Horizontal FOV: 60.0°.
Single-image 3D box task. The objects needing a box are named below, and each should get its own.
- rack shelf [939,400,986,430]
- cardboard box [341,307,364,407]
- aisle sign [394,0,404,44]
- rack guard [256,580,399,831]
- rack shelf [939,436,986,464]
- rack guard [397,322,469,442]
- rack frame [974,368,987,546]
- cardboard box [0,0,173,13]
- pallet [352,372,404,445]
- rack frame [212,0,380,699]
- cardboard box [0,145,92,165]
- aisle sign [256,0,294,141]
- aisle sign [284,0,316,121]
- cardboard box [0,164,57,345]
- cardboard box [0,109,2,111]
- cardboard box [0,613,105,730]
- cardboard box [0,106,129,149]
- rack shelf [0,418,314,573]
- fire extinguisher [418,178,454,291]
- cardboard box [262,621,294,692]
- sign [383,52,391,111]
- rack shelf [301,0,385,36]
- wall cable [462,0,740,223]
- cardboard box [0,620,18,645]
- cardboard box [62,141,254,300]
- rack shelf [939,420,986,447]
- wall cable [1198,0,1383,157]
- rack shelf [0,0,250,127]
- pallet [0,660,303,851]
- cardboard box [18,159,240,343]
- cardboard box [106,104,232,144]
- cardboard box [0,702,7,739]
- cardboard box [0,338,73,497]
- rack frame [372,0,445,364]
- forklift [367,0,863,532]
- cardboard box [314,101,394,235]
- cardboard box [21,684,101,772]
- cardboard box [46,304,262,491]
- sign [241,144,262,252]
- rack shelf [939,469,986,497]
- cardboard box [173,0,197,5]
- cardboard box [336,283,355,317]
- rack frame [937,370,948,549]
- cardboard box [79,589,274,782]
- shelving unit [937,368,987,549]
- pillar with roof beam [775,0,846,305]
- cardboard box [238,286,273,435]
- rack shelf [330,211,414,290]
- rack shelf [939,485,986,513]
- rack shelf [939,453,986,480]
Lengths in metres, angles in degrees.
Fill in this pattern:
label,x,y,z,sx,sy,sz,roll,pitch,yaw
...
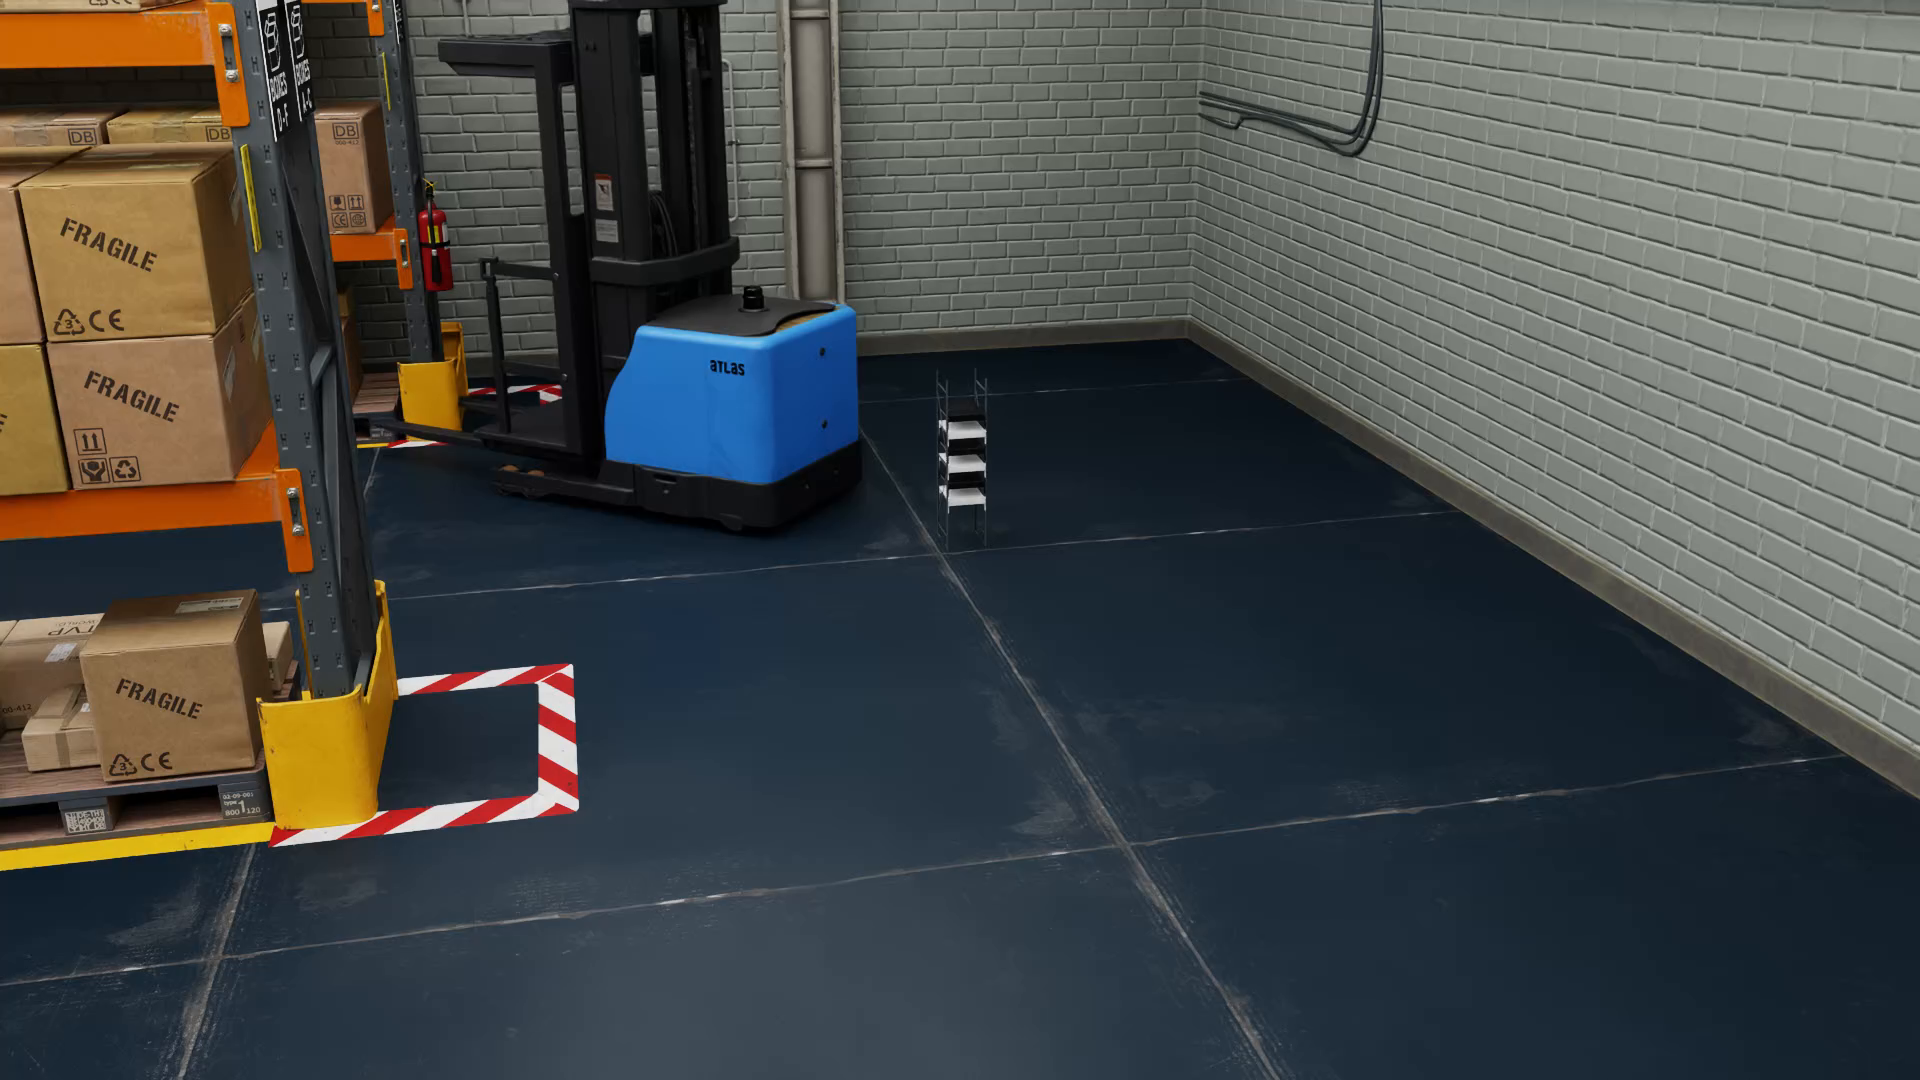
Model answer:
label,x,y,z,sx,sy,sz,roll,pitch,yaw
rack shelf,0.008,-0.645,8.580,0.200,0.077,0.258,-5,21,-12
cardboard box,-4.151,-1.168,10.666,0.500,0.500,0.700,-5,21,-12
aisle sign,-3.354,-3.359,9.845,0.004,0.787,0.394,-5,21,-12
rack guard,-2.423,0.604,6.438,0.348,0.500,1.175,-5,21,-12
rack shelf,0.008,-0.476,8.642,0.200,0.077,0.258,-5,21,-12
rack guard,-3.469,-1.062,10.986,0.348,0.500,1.175,-5,21,-12
rack frame,0.107,-0.431,8.684,0.006,0.900,0.240,-5,21,-12
cardboard box,-2.788,-1.785,5.183,0.500,0.250,0.500,-5,21,-12
pallet,-4.253,-0.834,10.786,1.213,0.211,1.003,-5,21,-12
rack frame,-2.349,-0.575,6.025,0.127,3.000,1.000,-5,21,-12
cardboard box,-3.349,-1.101,5.861,0.500,0.500,0.500,-4,21,-12
aisle sign,-2.212,-1.699,5.312,0.004,0.787,0.394,-5,21,-12
aisle sign,-2.350,-1.900,5.861,0.004,0.787,0.394,-5,21,-12
cardboard box,-3.210,-0.924,5.378,0.500,0.500,0.500,-4,21,-11
cardboard box,-6.142,-2.151,9.890,0.700,0.700,0.980,-5,21,-14
cardboard box,-3.430,0.497,6.456,0.500,0.250,0.500,-5,21,-12
cardboard box,-5.436,-2.212,10.056,0.700,0.700,0.980,-6,21,-15
rack shelf,-4.295,-0.079,5.716,4.000,0.370,1.077,-5,21,-12
fire extinguisher,-3.240,-1.879,10.239,0.183,0.674,0.296,-5,21,-12
cardboard box,-2.836,0.475,6.663,0.250,0.149,0.380,-5,21,-12
sign,-3.381,-2.706,9.812,0.005,0.325,0.100,-5,21,-12
rack shelf,-5.439,-3.146,9.726,4.000,0.370,1.077,-5,21,-12
wall cable,-2.464,-3.128,11.517,1.851,1.984,0.084,-5,21,-12
cardboard box,-3.917,0.536,6.348,0.500,0.250,0.500,-5,21,-12
cardboard box,-2.842,-1.145,5.981,0.500,0.500,0.500,-4,20,-11
rack shelf,0.008,-0.561,8.611,0.200,0.077,0.258,-5,21,-12
wall cable,2.094,-3.920,10.948,0.112,2.526,3.097,-5,21,-12
rack shelf,-4.295,-1.488,5.200,4.000,0.370,1.077,-5,21,-12
pallet,-3.199,0.803,6.315,1.213,0.211,1.003,-5,21,-12
cardboard box,-2.719,-0.965,5.488,0.500,0.500,0.500,-5,21,-13
cardboard box,-4.692,-2.269,10.212,0.700,0.700,0.980,-5,21,-13
cardboard box,-3.753,0.700,5.902,0.500,0.250,0.500,-5,21,-12
cardboard box,-3.226,-0.454,5.547,0.500,0.500,0.500,-4,21,-12
rack frame,-3.493,-2.233,10.550,0.127,3.000,1.000,-5,21,-12
forklift,-2.114,-1.755,9.345,3.031,2.935,1.130,10,22,25
cardboard box,-3.987,-2.330,10.380,0.700,0.700,0.980,-4,20,-10
cardboard box,-3.236,0.676,6.088,0.250,0.166,0.380,-5,21,-12
cardboard box,-2.722,-0.496,5.662,0.500,0.500,0.500,-4,20,-11
sign,-2.241,-1.080,5.260,0.005,0.325,0.100,-5,21,-12
rack shelf,0.008,-0.307,8.704,0.200,0.077,0.258,-5,21,-12
cardboard box,-2.907,-1.958,5.656,0.500,0.250,0.500,-5,21,-12
cardboard box,-4.075,-1.549,10.764,0.250,0.149,0.380,-5,21,-12
rack frame,-0.091,-0.415,8.640,0.006,0.900,0.240,-5,21,-12
cardboard box,-2.822,0.517,6.036,0.500,0.500,0.500,-5,21,-12
shelving unit,0.008,-0.423,8.662,0.210,0.900,0.258,-5,21,-12
pillar with roof beam,-0.073,-4.113,6.959,0.400,9.000,9.100,-5,21,-12
cardboard box,-2.842,-0.676,6.153,0.500,0.500,0.500,-4,21,-11
rack shelf,-5.439,-1.737,10.242,4.000,0.370,1.077,-5,21,-12
rack shelf,0.008,-0.223,8.735,0.200,0.077,0.258,-5,21,-12
rack shelf,0.008,-0.392,8.673,0.200,0.077,0.258,-5,21,-12
